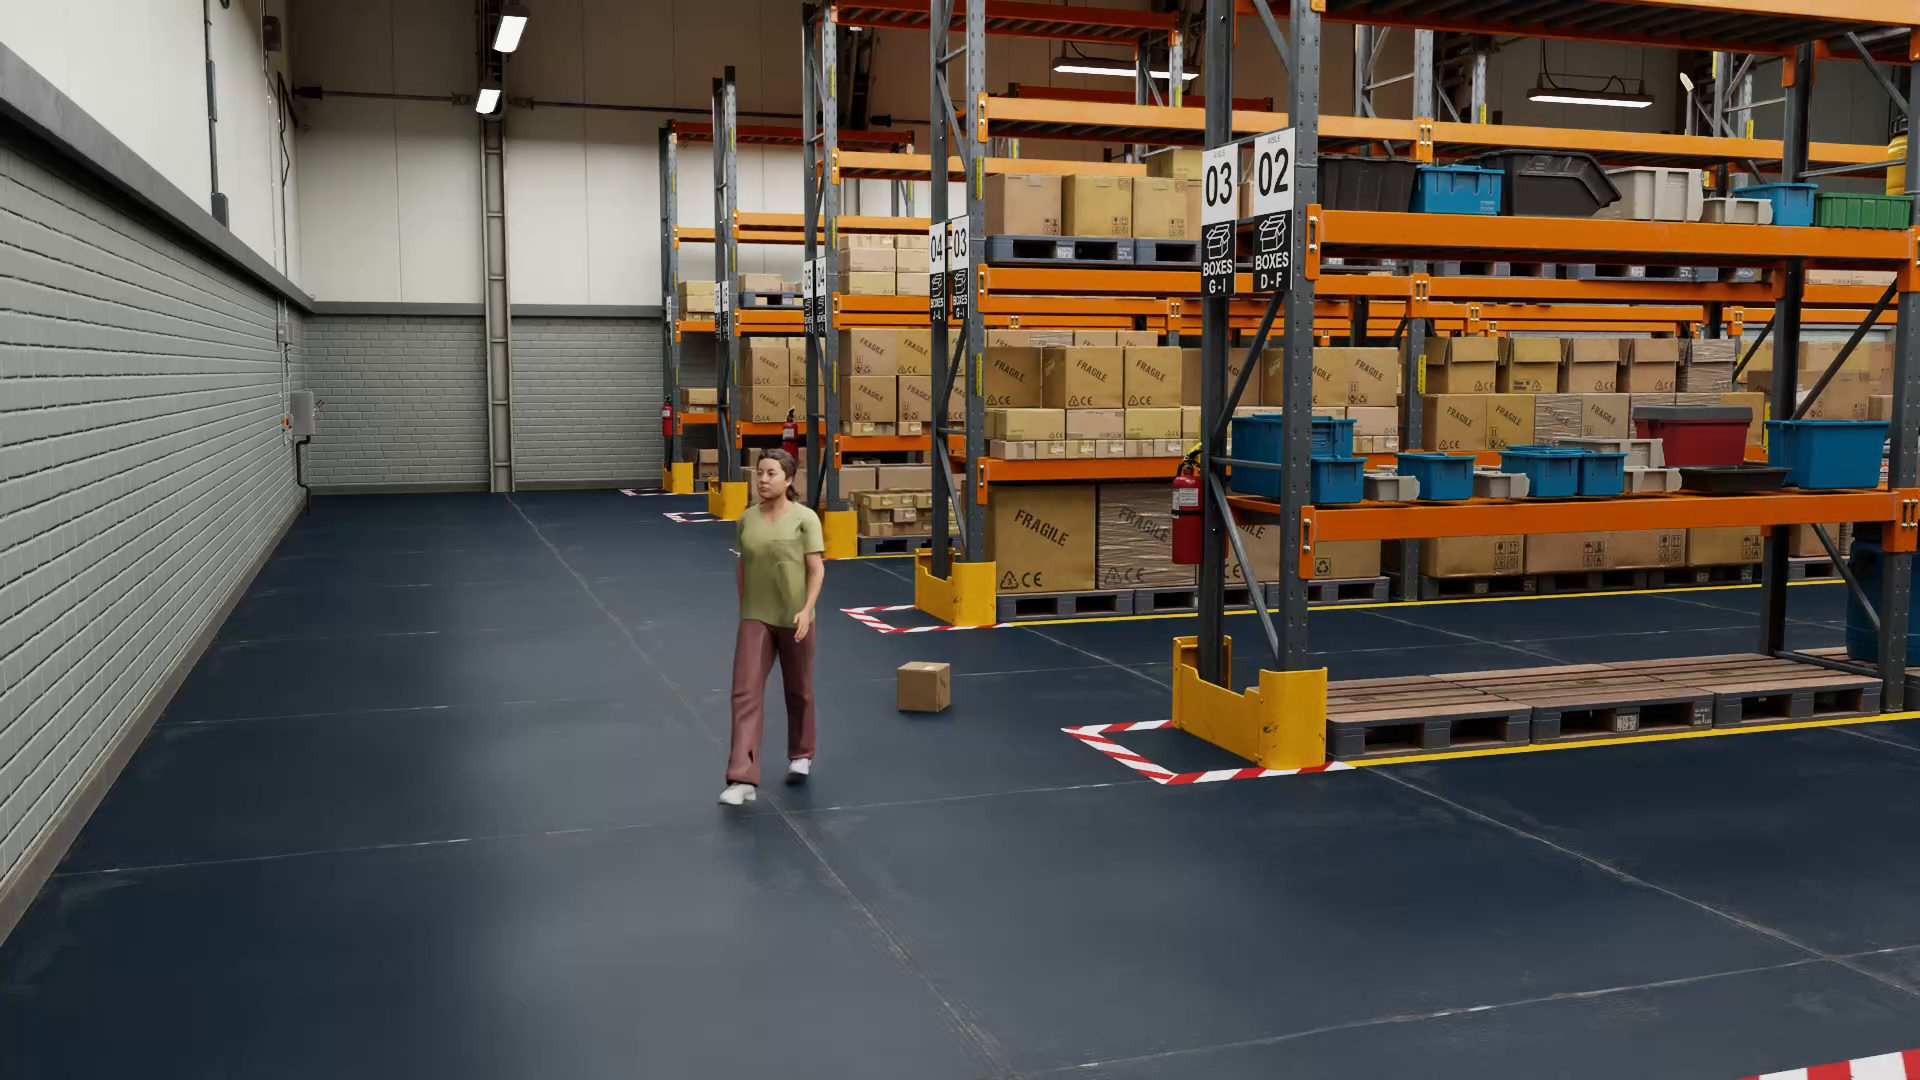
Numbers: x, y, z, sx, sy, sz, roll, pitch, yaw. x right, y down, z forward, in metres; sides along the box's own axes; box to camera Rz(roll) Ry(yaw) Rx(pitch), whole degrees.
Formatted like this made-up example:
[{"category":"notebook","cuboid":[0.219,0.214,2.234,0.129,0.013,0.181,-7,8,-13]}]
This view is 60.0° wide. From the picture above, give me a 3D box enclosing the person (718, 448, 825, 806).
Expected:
[{"category":"person","cuboid":[-0.875,0.382,7.791,0.472,1.609,0.995,1,6,10]}]
